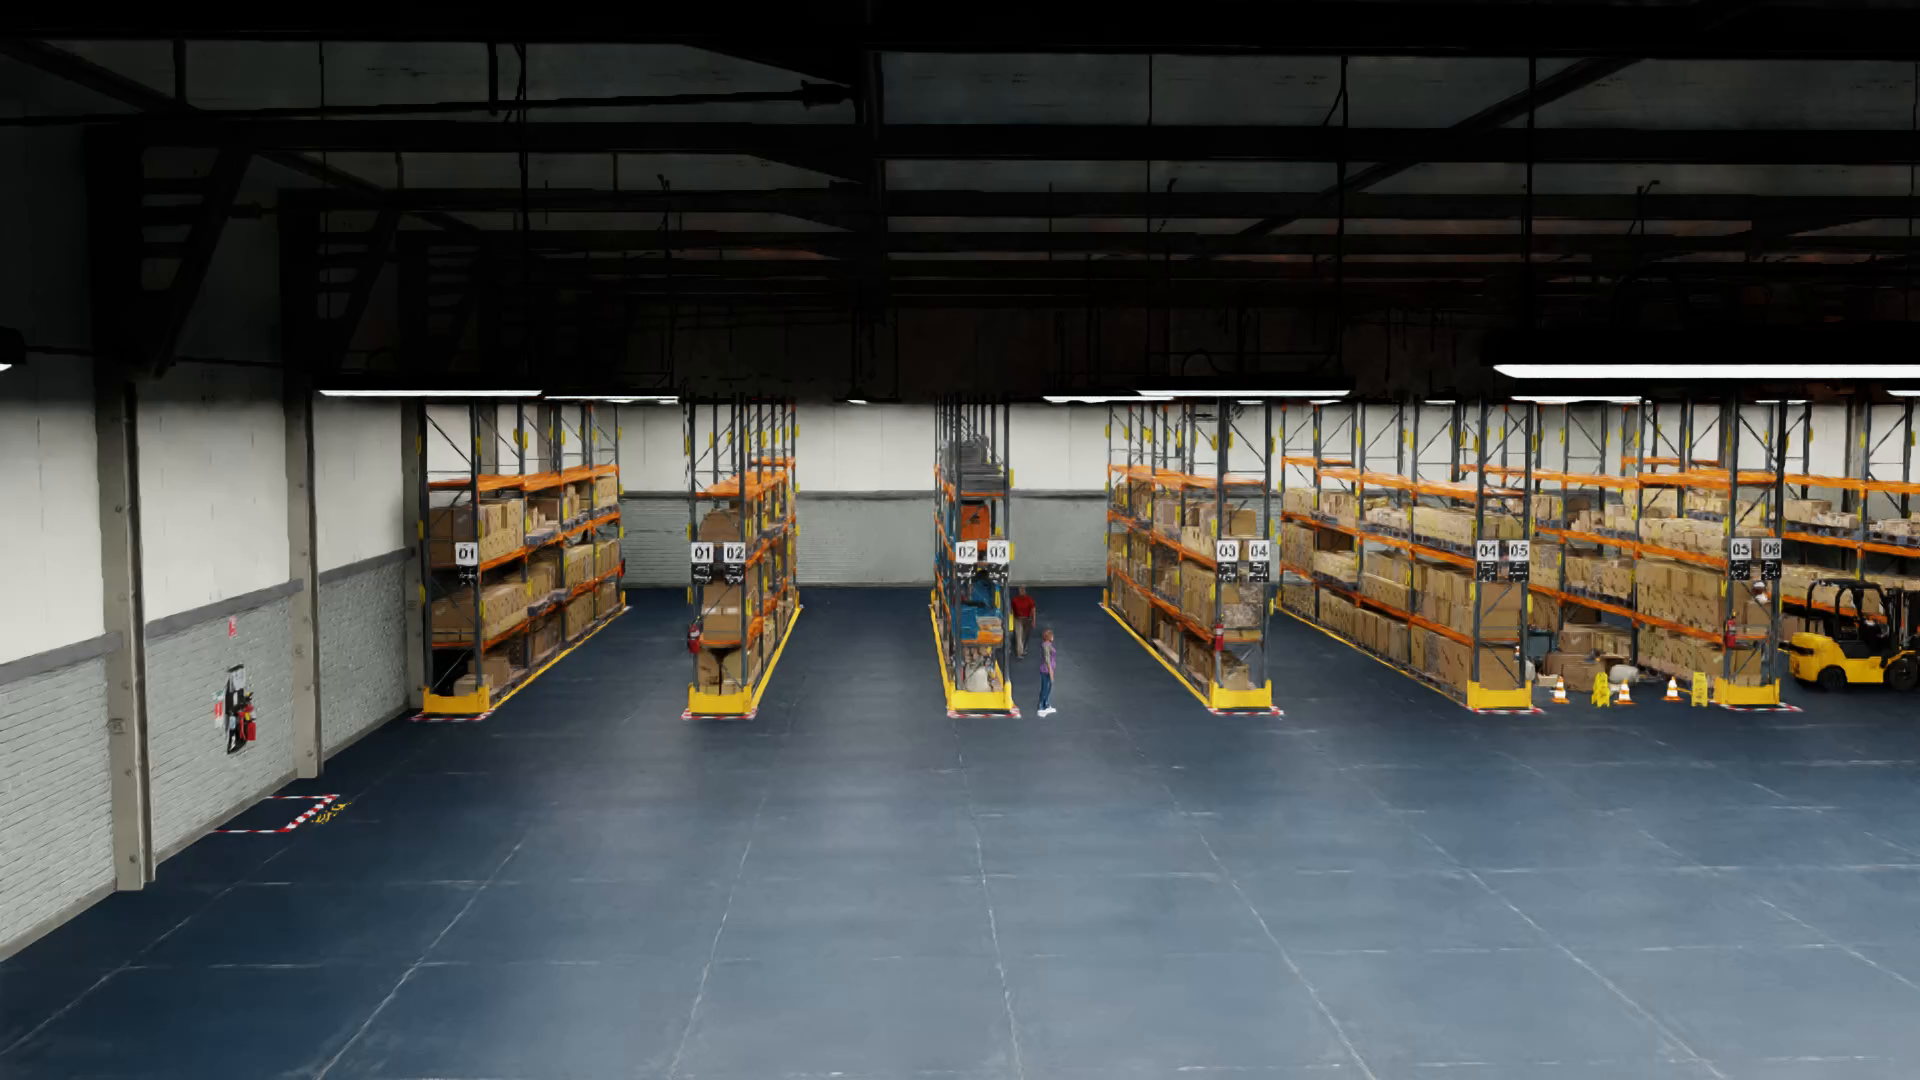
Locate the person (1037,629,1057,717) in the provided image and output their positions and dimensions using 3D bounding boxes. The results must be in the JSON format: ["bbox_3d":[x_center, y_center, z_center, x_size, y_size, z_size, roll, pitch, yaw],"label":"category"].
[{"bbox_3d":[1.605,2.441,30.815,0.345,1.594,0.578,1,5,7],"label":"person"}]

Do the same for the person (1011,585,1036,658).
[{"bbox_3d":[1.446,1.844,37.957,0.557,1.669,1.040,0,5,-3],"label":"person"}]

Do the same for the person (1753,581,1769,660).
[{"bbox_3d":[18.049,1.813,37.635,0.580,1.763,0.673,2,5,25],"label":"person"}]

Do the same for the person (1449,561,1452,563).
[{"bbox_3d":[13.212,1.310,44.496,0.409,1.677,0.532,-3,5,-33],"label":"person"}]
